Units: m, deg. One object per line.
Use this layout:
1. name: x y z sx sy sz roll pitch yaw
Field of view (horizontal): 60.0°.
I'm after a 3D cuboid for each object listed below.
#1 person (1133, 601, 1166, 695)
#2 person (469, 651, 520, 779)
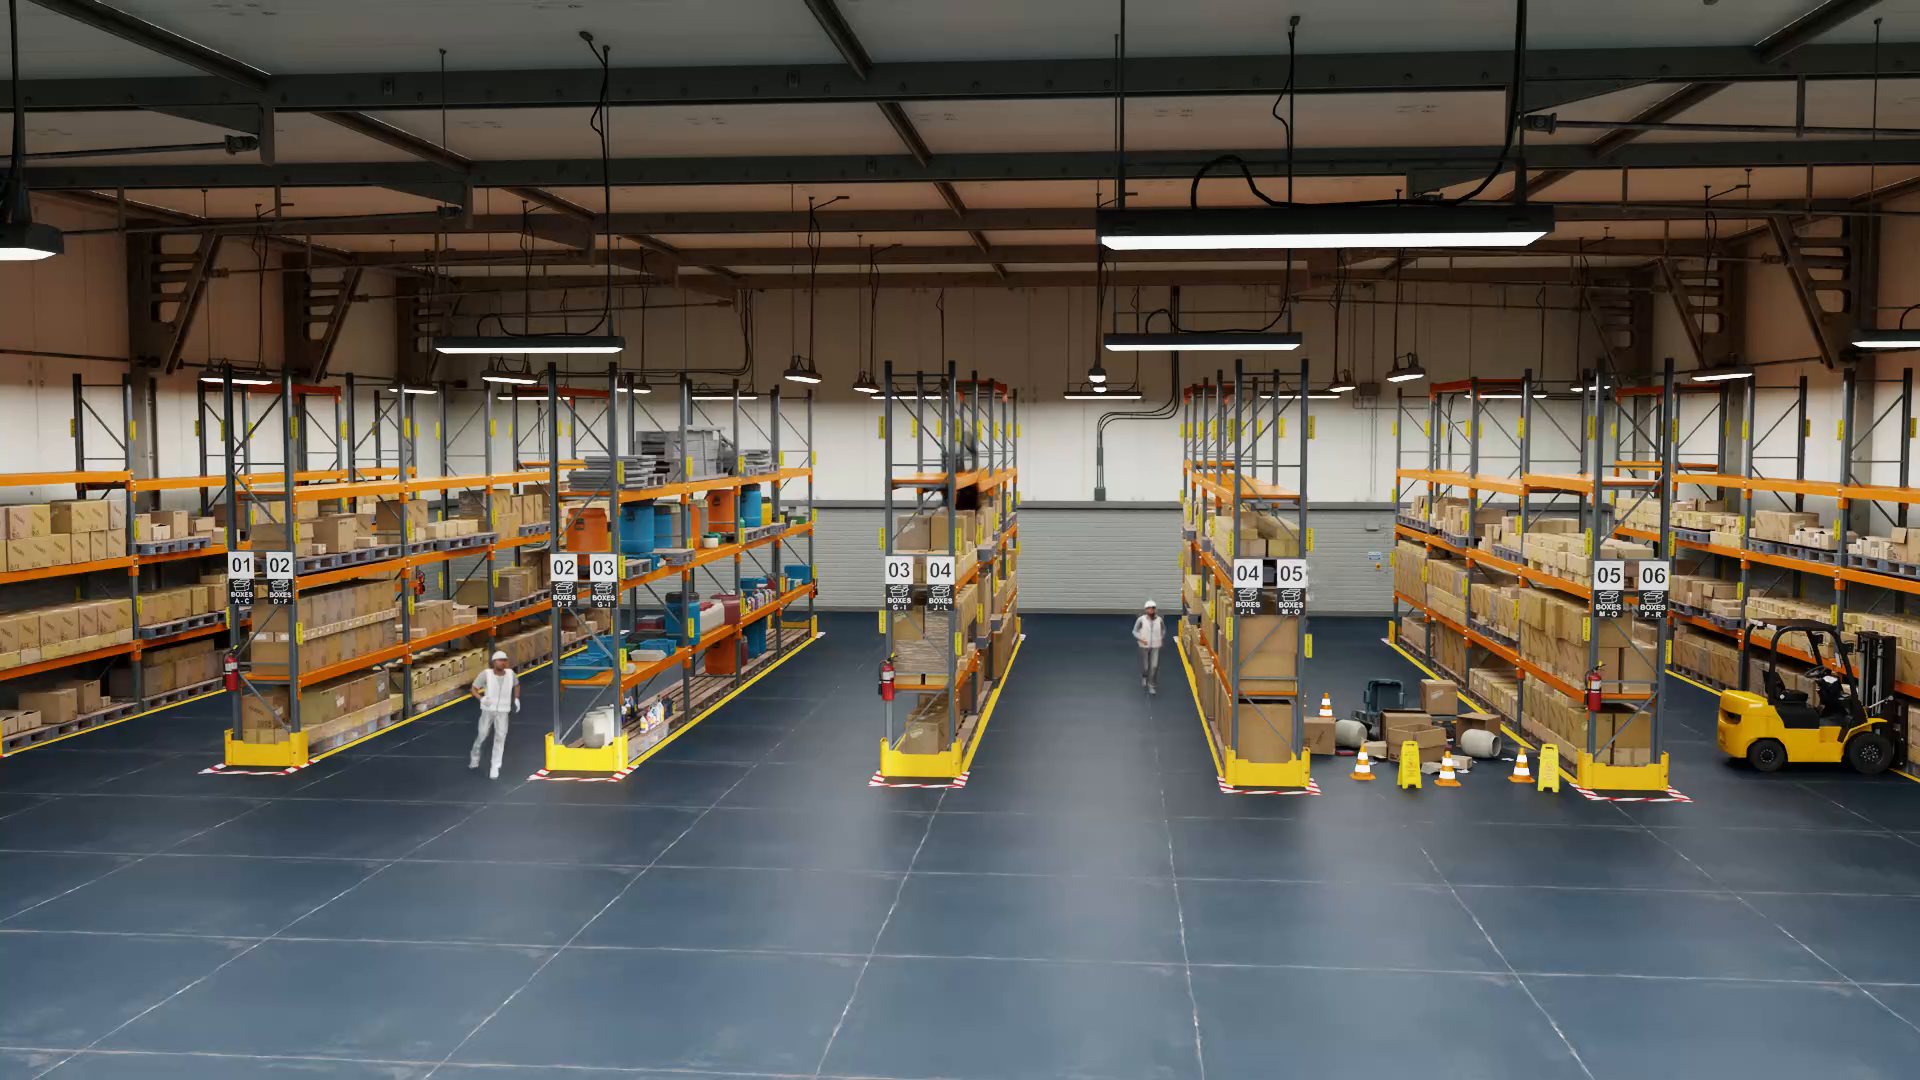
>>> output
1. person: 3.634 2.041 31.842 0.664 1.765 0.820 0 4 -1
2. person: -6.768 2.517 24.293 0.739 1.790 0.895 -2 4 -25
